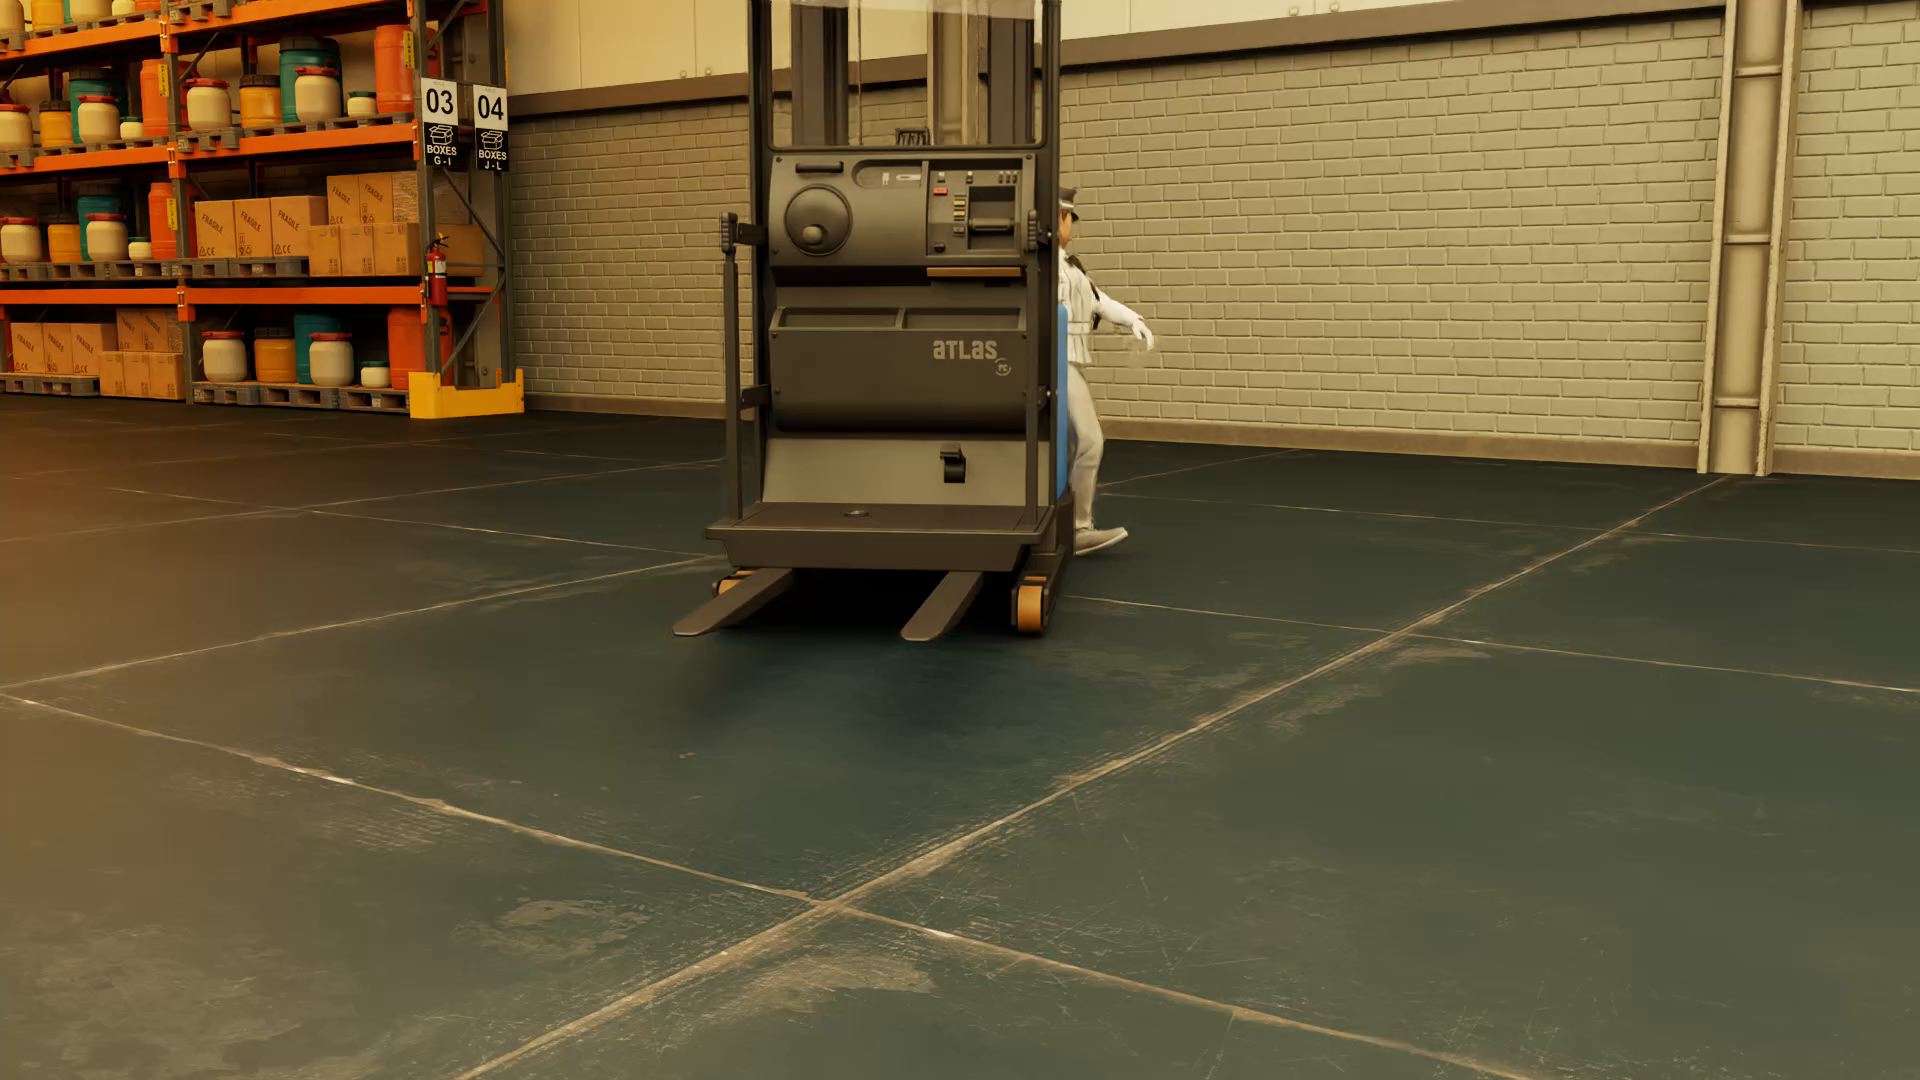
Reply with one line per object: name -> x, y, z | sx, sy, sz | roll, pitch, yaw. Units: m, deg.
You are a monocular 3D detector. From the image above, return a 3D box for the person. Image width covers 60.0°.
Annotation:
person -> 0.426, -0.724, 7.153 | 0.808, 1.578, 0.644 | 3, 9, 18

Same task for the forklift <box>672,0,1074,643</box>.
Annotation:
forklift -> -0.226, -1.193, 5.582 | 1.130, 2.935, 3.031 | 1, 8, 7
